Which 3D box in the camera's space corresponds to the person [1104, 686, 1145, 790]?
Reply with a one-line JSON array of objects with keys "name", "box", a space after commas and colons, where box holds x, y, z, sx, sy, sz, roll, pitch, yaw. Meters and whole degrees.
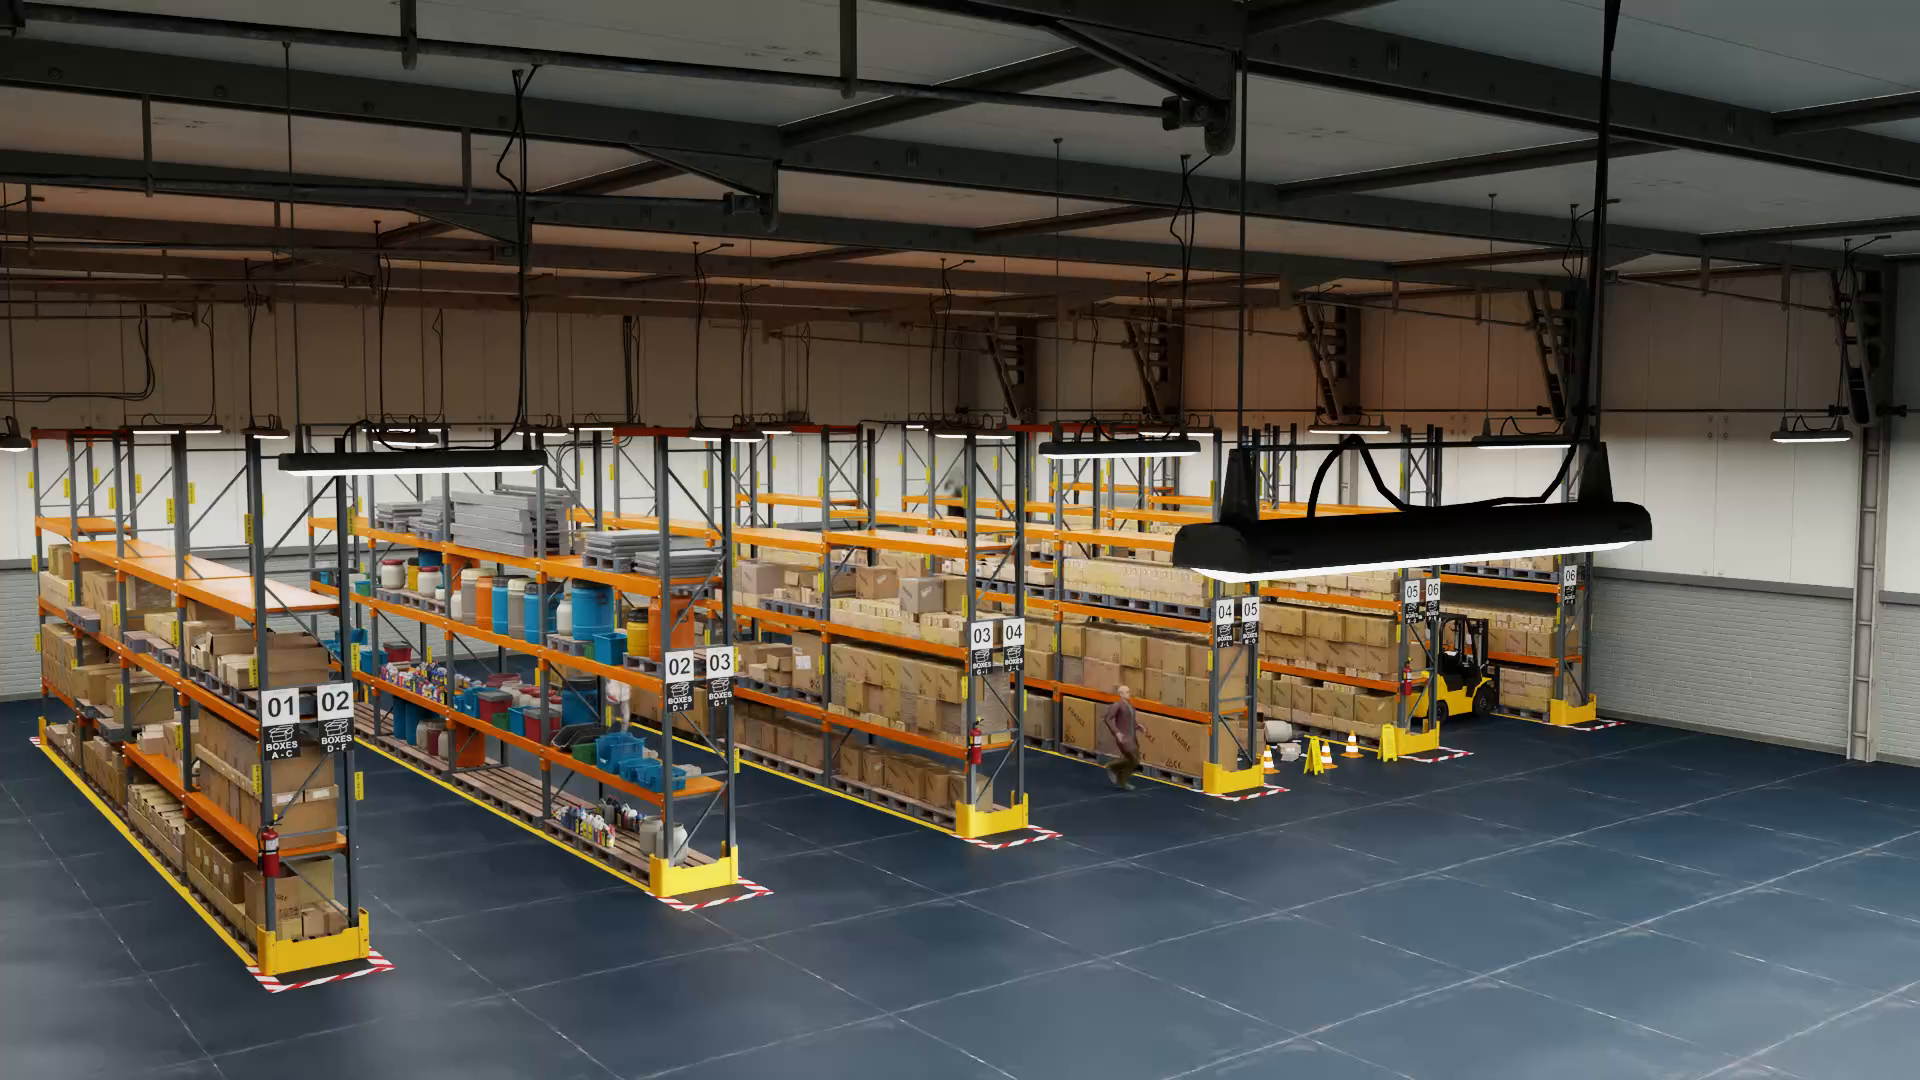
[{"name": "person", "box": [2.763, 3.294, 27.700, 0.633, 1.733, 0.707, 3, 5, 33]}]

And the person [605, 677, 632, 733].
[{"name": "person", "box": [-6.476, 3.021, 31.427, 0.644, 1.757, 0.986, -2, 5, -28]}]
